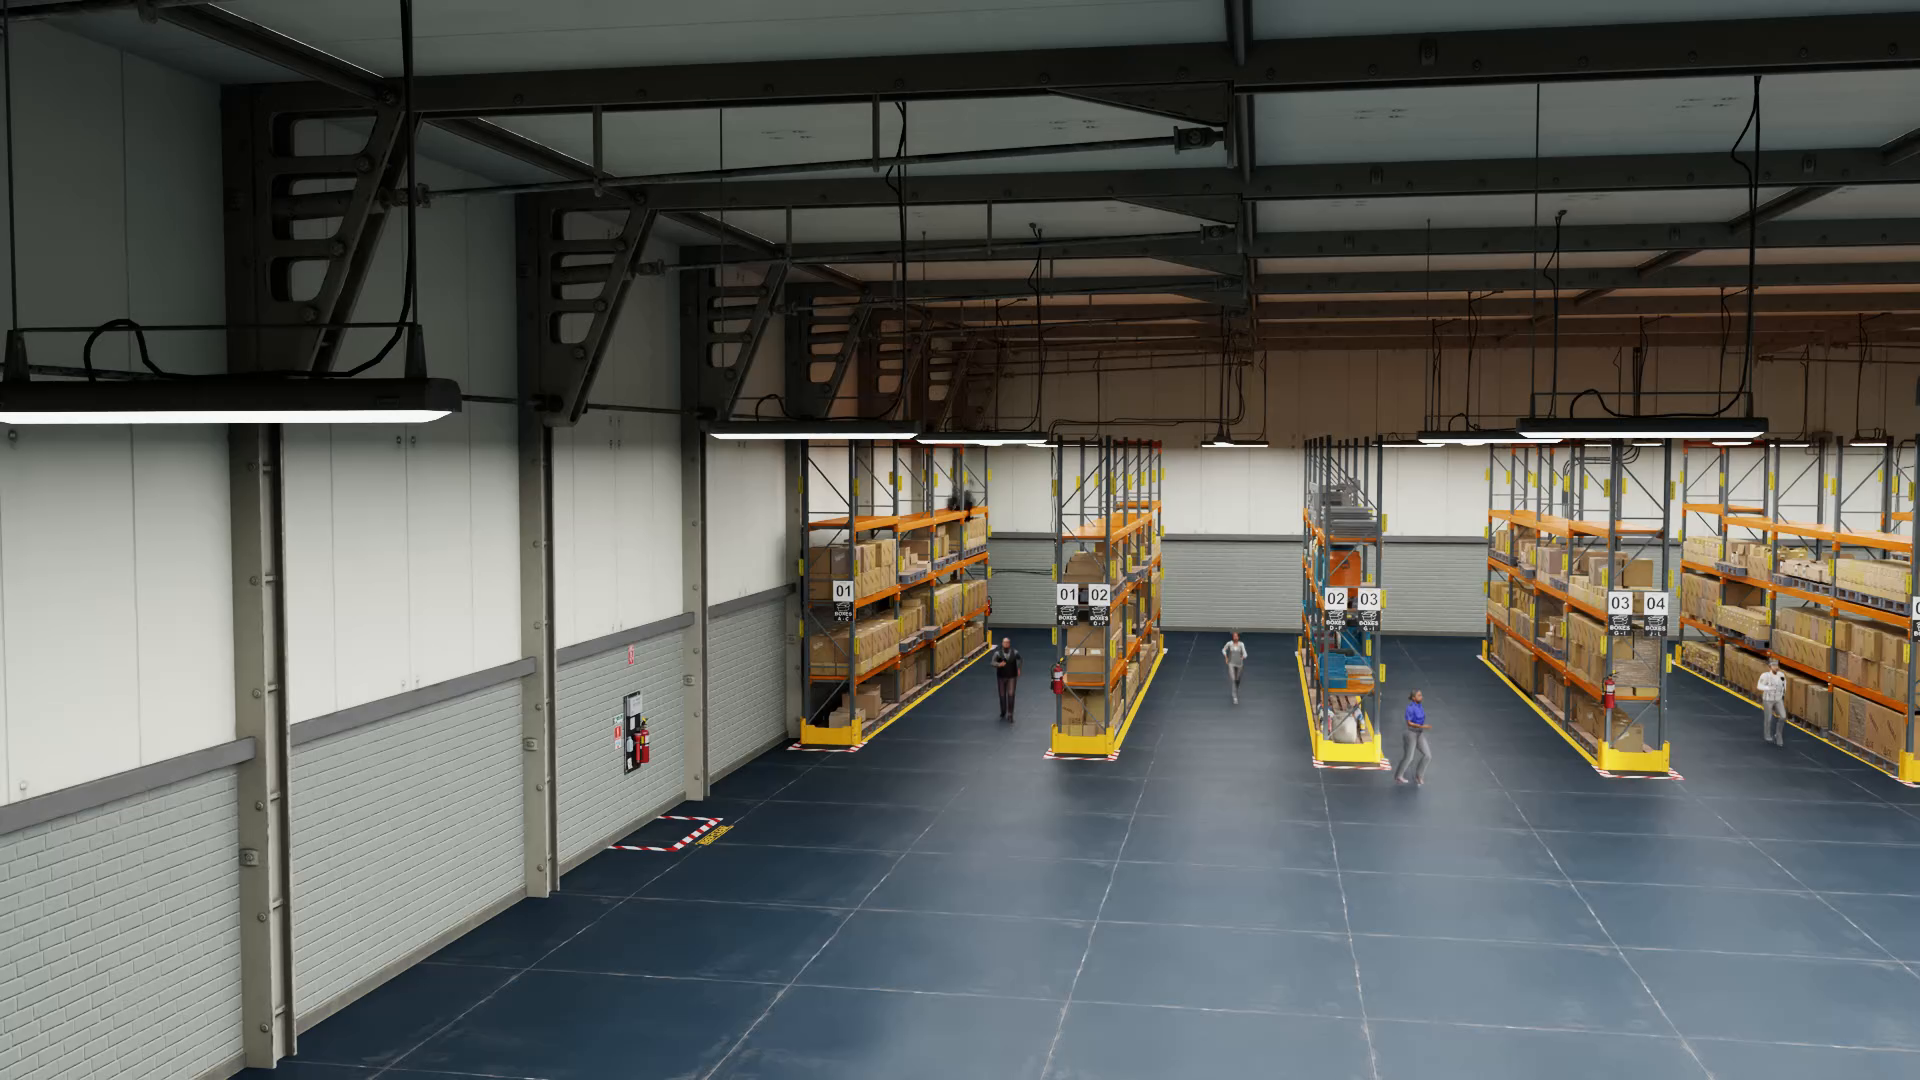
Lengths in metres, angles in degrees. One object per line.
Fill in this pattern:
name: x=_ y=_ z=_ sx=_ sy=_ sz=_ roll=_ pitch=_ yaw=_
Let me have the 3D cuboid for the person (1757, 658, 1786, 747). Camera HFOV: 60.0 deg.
person: x=15.792 y=3.139 z=32.336 sx=0.594 sy=1.714 sz=0.752 roll=1 pitch=3 yaw=10

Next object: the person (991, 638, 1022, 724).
person: x=0.977 y=2.950 z=35.142 sx=0.658 sy=1.777 sz=0.828 roll=0 pitch=3 yaw=3

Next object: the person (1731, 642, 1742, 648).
person: x=21.117 y=2.432 z=45.119 sx=0.740 sy=1.713 sz=0.869 roll=0 pitch=3 yaw=-6

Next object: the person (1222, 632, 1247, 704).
person: x=6.259 y=2.879 z=37.861 sx=0.542 sy=1.600 sz=0.863 roll=0 pitch=3 yaw=3

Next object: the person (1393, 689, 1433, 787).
person: x=7.750 y=3.387 z=28.298 sx=0.598 sy=1.721 sz=0.726 roll=-3 pitch=4 yaw=-43
